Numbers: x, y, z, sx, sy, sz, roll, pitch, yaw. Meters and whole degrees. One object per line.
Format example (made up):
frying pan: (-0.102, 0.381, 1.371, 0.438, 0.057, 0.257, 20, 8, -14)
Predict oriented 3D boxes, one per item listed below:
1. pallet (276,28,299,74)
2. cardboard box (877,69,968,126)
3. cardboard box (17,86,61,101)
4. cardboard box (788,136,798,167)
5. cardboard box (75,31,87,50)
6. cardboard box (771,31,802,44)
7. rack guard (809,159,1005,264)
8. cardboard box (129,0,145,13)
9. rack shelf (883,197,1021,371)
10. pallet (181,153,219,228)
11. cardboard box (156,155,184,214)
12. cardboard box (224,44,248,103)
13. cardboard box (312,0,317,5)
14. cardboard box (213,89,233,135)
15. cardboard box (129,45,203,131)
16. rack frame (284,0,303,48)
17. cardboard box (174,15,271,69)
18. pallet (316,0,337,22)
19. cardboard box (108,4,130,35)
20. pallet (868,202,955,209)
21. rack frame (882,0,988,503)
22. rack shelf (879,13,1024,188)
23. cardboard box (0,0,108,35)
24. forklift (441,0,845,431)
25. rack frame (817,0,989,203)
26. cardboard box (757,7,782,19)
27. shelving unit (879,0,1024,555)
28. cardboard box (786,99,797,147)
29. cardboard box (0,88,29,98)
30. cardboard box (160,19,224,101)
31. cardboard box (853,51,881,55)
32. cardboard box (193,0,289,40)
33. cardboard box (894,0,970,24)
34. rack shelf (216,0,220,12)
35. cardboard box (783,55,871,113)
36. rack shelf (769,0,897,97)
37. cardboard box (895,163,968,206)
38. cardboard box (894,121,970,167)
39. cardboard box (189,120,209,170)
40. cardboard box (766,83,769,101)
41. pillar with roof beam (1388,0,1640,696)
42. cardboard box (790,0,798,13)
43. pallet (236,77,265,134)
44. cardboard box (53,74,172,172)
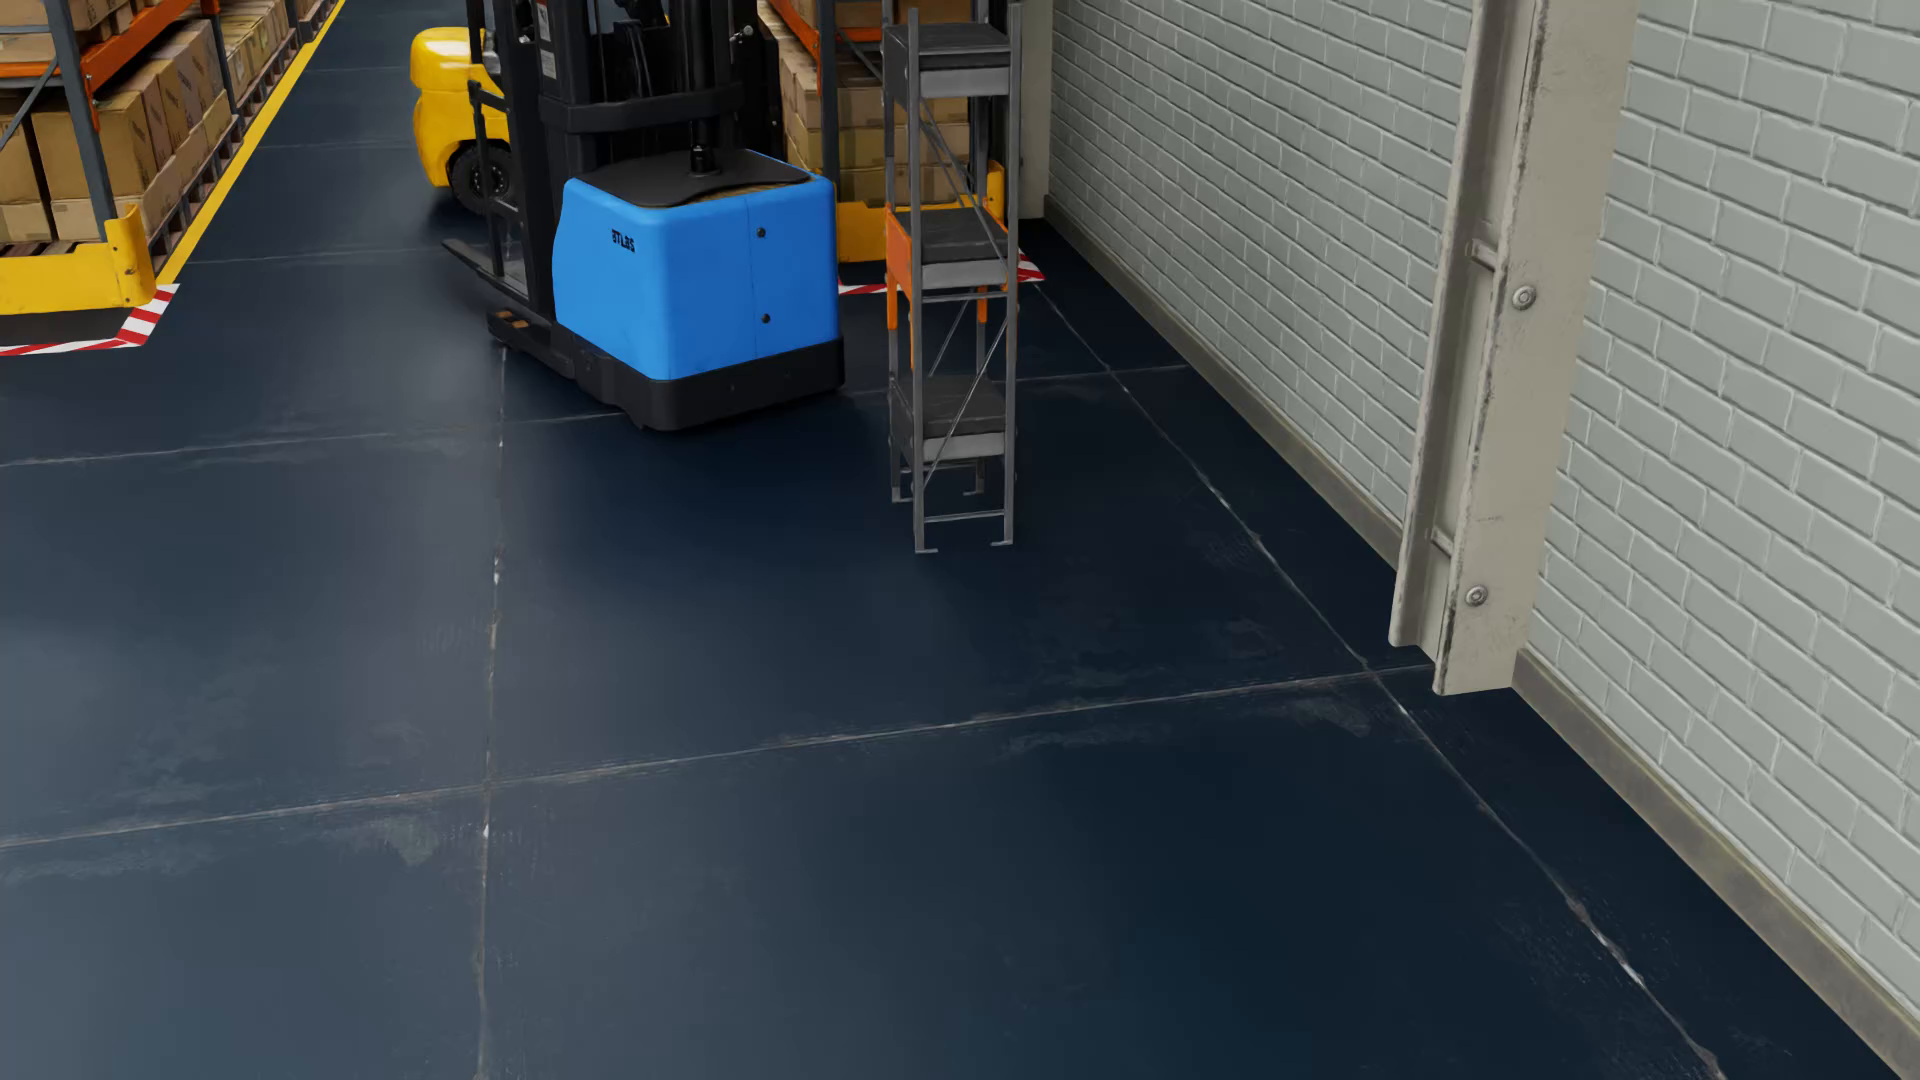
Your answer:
pallet: (-6.792, -4.563, 15.556, 1.003, 0.211, 1.213, -6, 27, -12)
cardboard box: (-0.252, -2.781, 10.407, 0.500, 0.250, 0.500, -6, 27, -12)
cardboard box: (-5.719, -2.488, 10.103, 0.500, 0.500, 0.500, -5, 27, -10)
cardboard box: (-0.845, -2.498, 10.956, 0.500, 0.250, 0.500, -6, 27, -12)
cardboard box: (-5.109, -2.806, 9.260, 0.380, 0.149, 0.250, -6, 27, -11)
cardboard box: (-1.087, -3.389, 11.611, 0.500, 0.250, 0.500, -7, 28, -13)
rack guard: (-0.323, -2.018, 10.193, 1.175, 0.500, 0.348, -6, 27, -12)
cardboard box: (-5.342, -3.386, 10.408, 0.380, 0.149, 0.250, -7, 28, -13)
rack shelf: (-0.037, -0.998, 6.427, 0.431, 0.518, 0.480, -6, 27, -12)
pallet: (-5.601, -2.322, 11.116, 1.003, 0.211, 1.213, -6, 27, -12)
cardboard box: (-5.184, -2.206, 10.377, 0.500, 0.250, 0.500, -5, 27, -10)
cardboard box: (-6.186, -3.639, 13.081, 0.950, 0.372, 0.625, -6, 27, -11)
cardboard box: (-7.238, -6.093, 17.386, 0.875, 0.875, 0.875, -6, 27, -11)
cardboard box: (-5.670, -3.123, 12.193, 0.500, 0.250, 0.500, -5, 27, -9)
cardboard box: (-5.438, -3.010, 11.138, 0.500, 0.500, 0.500, -5, 27, -9)
rack frame: (-6.967, -6.151, 15.607, 1.000, 3.000, 0.127, -6, 27, -12)
cardboard box: (-6.509, -4.260, 14.310, 0.950, 0.372, 0.625, -5, 27, -10)
pallet: (-7.342, -5.794, 17.996, 1.003, 0.211, 1.213, -6, 27, -12)
cardboard box: (-5.102, -3.047, 9.737, 0.380, 0.149, 0.250, -6, 27, -11)
pallet: (-0.542, -2.231, 10.936, 1.003, 0.211, 1.213, -6, 27, -12)
rack frame: (-0.092, -1.117, 6.633, 0.400, 2.100, 0.015, -6, 27, -12)
rack shelf: (-0.037, -1.623, 6.112, 0.431, 0.518, 0.480, -6, 27, -12)
cardboard box: (-5.000, -3.052, 9.027, 0.500, 0.500, 0.500, -6, 27, -12)
forklift: (-1.852, -2.407, 8.267, 1.130, 2.935, 3.031, -19, 32, -33)
rack frame: (-0.328, -3.145, 9.651, 1.000, 3.000, 0.127, -6, 27, -12)
cardboard box: (-1.321, -3.837, 12.499, 0.500, 0.250, 0.500, -6, 27, -12)
shelving unit: (-0.037, -1.010, 6.421, 0.431, 2.100, 0.503, -6, 27, -12)
cardboard box: (-0.845, -2.731, 10.862, 0.500, 0.250, 0.500, -6, 27, -12)
cardboard box: (-5.746, -2.703, 9.809, 0.380, 0.149, 0.250, -5, 27, -10)
cardboard box: (-5.670, -3.457, 12.024, 0.500, 0.500, 0.500, -6, 27, -12)
cardboard box: (-0.471, -3.221, 11.278, 0.500, 0.250, 0.500, -6, 27, -12)
cardboard box: (-6.849, -4.916, 15.611, 0.950, 0.372, 0.625, -8, 28, -15)
cardboard box: (-0.170, -3.435, 10.115, 0.500, 0.500, 0.500, -5, 27, -10)
rack shelf: (-6.516, -4.952, 14.030, 1.077, 0.370, 4.000, -6, 27, -12)
cardboard box: (-0.857, -2.945, 10.731, 0.500, 0.250, 0.500, -5, 27, -11)
rack shelf: (-0.779, -3.701, 11.553, 1.077, 0.370, 4.000, -6, 27, -12)
cardboard box: (-0.249, -2.340, 10.643, 0.500, 0.250, 0.500, -6, 27, -11)
cardboard box: (-0.232, -2.555, 10.514, 0.500, 0.250, 0.500, -5, 27, -11)
cardboard box: (-5.430, -2.666, 11.289, 0.500, 0.250, 0.500, -6, 27, -11)
cardboard box: (-1.091, -3.175, 11.743, 0.500, 0.250, 0.500, -6, 27, -12)
pillar with roof beam: (-2.449, -3.149, 3.002, 9.100, 9.000, 0.400, -6, 27, -12)
cardboard box: (-0.803, -3.607, 10.457, 0.500, 0.500, 0.500, -5, 27, -10)
pallet: (-6.242, -3.492, 13.433, 1.003, 0.211, 1.213, -6, 27, -12)
cardboard box: (-5.204, -2.555, 10.237, 0.500, 0.500, 0.500, -7, 28, -14)
